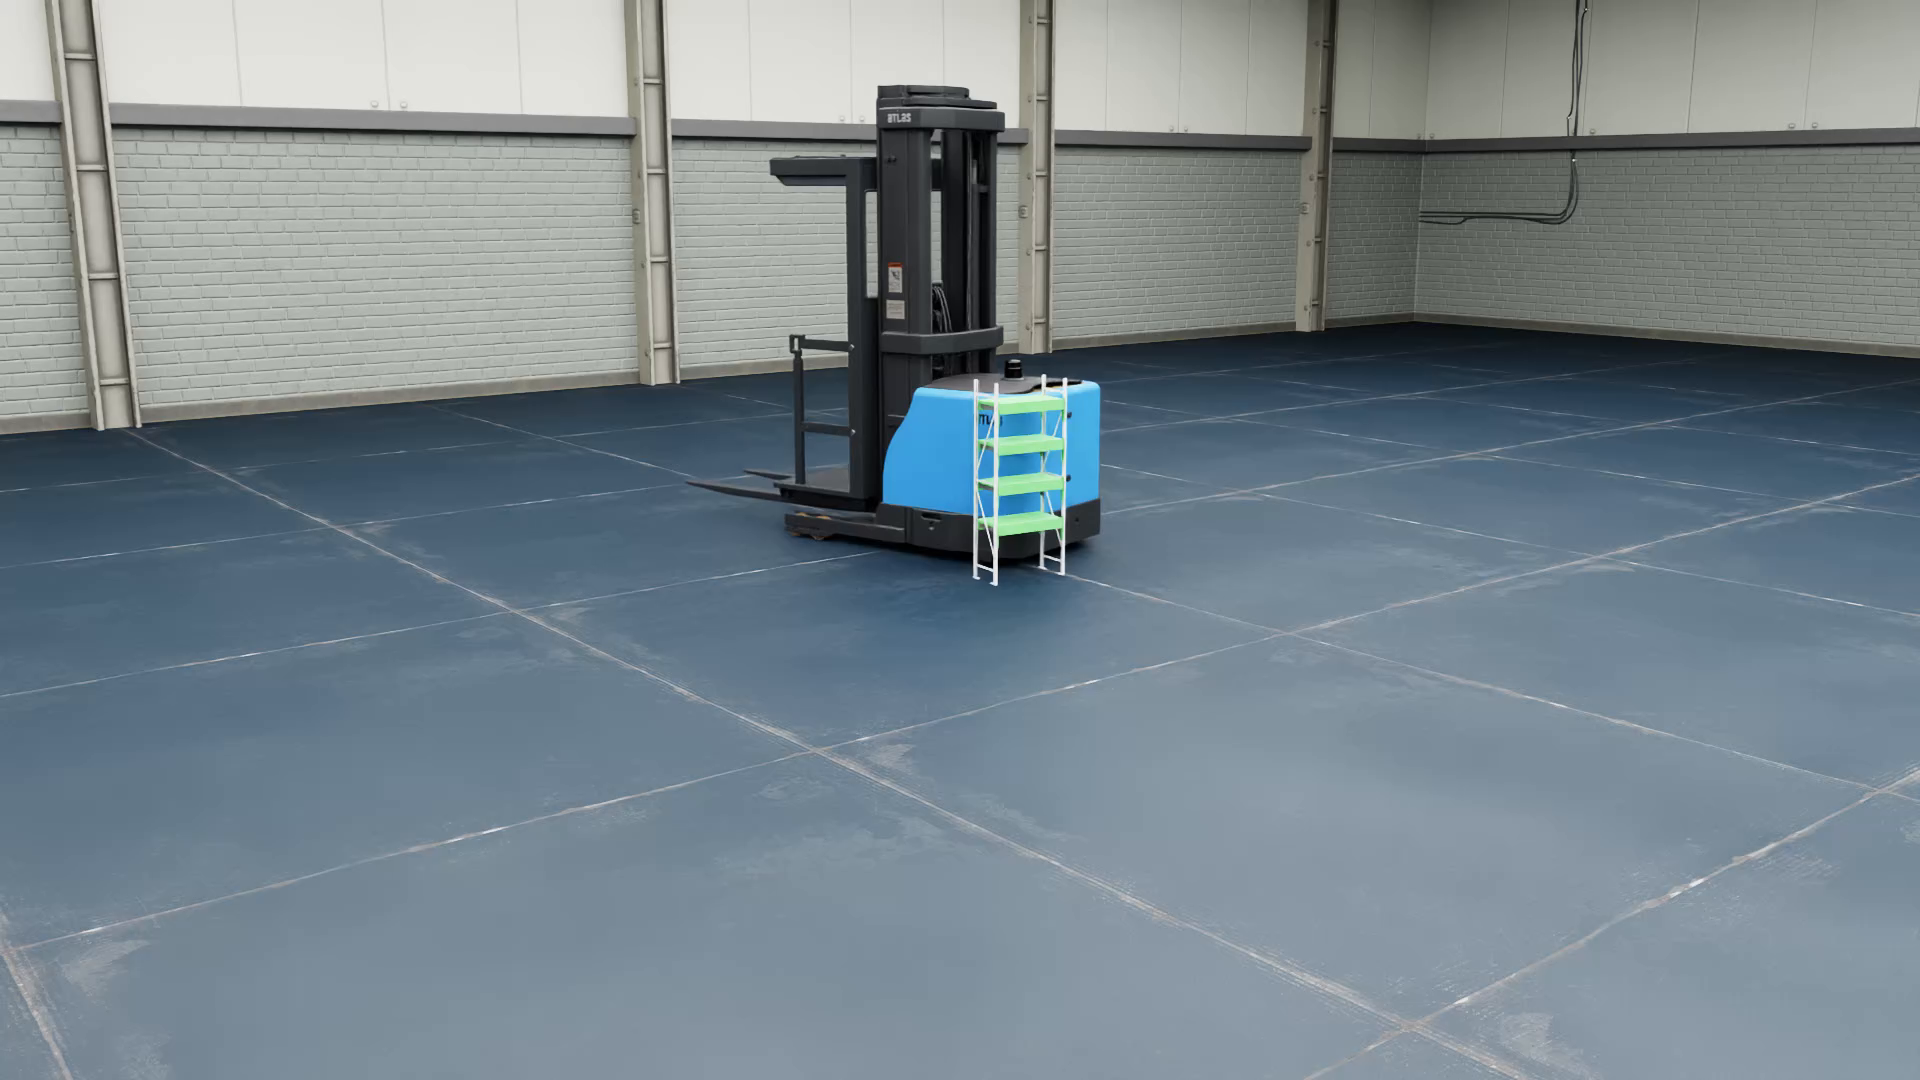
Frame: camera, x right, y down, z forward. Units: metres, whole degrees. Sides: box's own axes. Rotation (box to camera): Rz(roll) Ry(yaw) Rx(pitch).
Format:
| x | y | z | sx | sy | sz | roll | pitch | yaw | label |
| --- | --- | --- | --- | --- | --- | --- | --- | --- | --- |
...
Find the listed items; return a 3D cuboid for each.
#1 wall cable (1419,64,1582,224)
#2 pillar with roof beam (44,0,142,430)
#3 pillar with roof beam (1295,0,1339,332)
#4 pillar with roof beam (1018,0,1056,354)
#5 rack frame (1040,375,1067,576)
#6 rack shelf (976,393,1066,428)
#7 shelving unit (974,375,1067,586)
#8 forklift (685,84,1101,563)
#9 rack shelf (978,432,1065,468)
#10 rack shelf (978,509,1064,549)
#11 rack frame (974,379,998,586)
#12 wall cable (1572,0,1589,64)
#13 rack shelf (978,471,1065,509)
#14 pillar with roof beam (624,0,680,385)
| x | y | z | sx | sy | sz | roll | pitch | yaw | label |
| --- | --- | --- | --- | --- | --- | --- | --- | --- | --- |
| 8.877 | -6.500 | 27.551 | 0.112 | 2.526 | 3.097 | -9 | 15 | -38 | wall cable |
| -5.615 | -4.817 | 12.150 | 0.400 | 9.000 | 9.100 | -9 | 15 | -38 | pillar with roof beam |
| 8.440 | -7.153 | 23.150 | 0.400 | 9.000 | 9.100 | -9 | 15 | -38 | pillar with roof beam |
| 3.755 | -6.374 | 19.483 | 0.400 | 9.000 | 9.100 | -9 | 15 | -38 | pillar with roof beam |
| 0.566 | -0.392 | 10.088 | 0.015 | 1.200 | 0.240 | -7 | 14 | -31 | rack frame |
| 0.359 | -0.773 | 9.875 | 0.480 | 0.148 | 0.258 | -7 | 14 | -31 | rack shelf |
| 0.359 | -0.365 | 9.961 | 0.503 | 1.200 | 0.258 | -7 | 14 | -31 | shelving unit |
| -0.569 | -1.511 | 11.188 | 3.031 | 2.935 | 1.130 | 8 | 15 | 35 | forklift |
| 0.359 | -0.538 | 9.925 | 0.480 | 0.148 | 0.258 | -7 | 14 | -31 | rack shelf |
| 0.359 | -0.068 | 10.025 | 0.480 | 0.148 | 0.258 | -7 | 14 | -31 | rack shelf |
| 0.152 | -0.339 | 9.835 | 0.015 | 1.200 | 0.240 | -7 | 14 | -31 | rack frame |
| 10.567 | -8.532 | 24.960 | 0.112 | 2.526 | 3.097 | -9 | 15 | -38 | wall cable |
| 0.359 | -0.303 | 9.975 | 0.480 | 0.148 | 0.258 | -7 | 14 | -31 | rack shelf |
| -0.930 | -5.596 | 15.817 | 0.400 | 9.000 | 9.100 | -9 | 15 | -38 | pillar with roof beam |
